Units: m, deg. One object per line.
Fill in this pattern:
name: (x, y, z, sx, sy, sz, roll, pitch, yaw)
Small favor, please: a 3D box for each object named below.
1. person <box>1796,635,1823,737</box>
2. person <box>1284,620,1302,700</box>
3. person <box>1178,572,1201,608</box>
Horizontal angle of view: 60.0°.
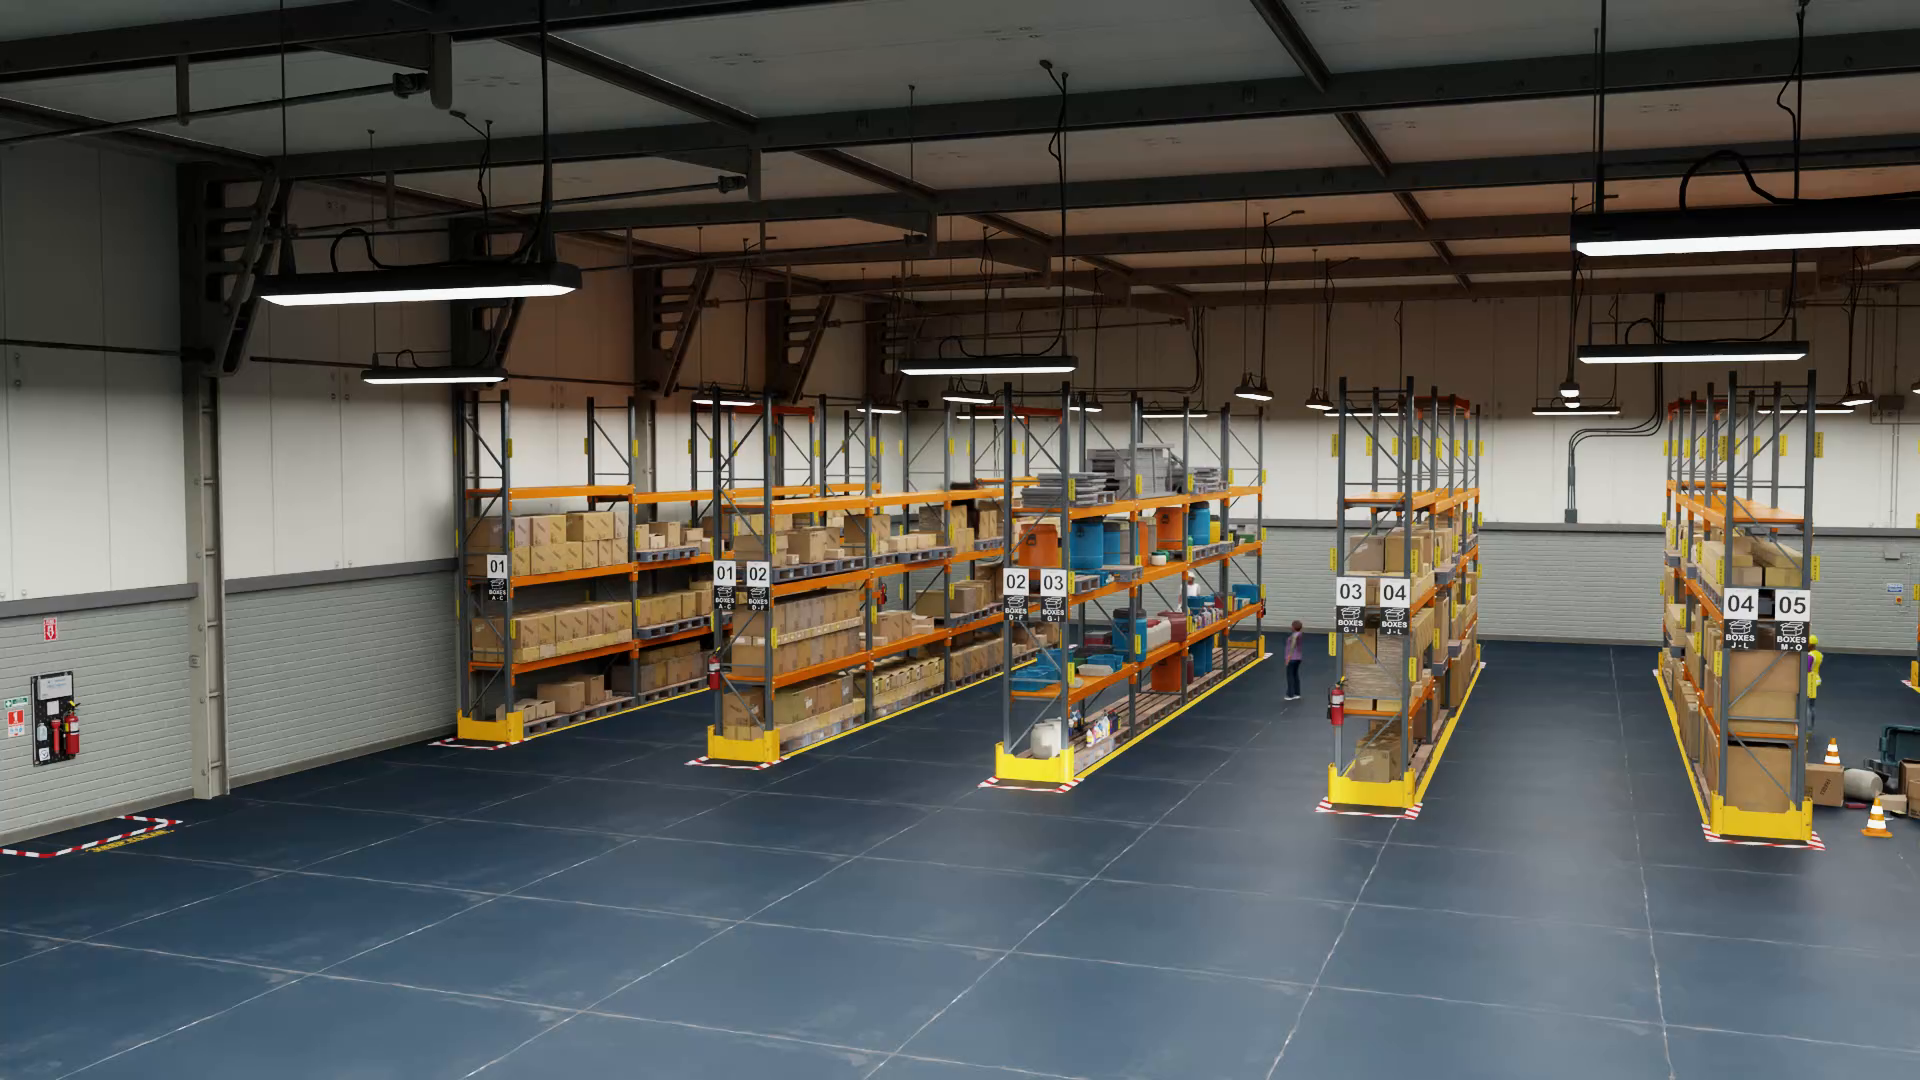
person: (14.768, 2.529, 29.075, 0.592, 1.763, 0.586, -1, 3, -23)
person: (6.608, 2.395, 33.085, 0.386, 1.593, 0.429, 3, 4, 39)
person: (5.984, 1.746, 43.260, 0.589, 1.813, 0.567, 0, 3, -1)
